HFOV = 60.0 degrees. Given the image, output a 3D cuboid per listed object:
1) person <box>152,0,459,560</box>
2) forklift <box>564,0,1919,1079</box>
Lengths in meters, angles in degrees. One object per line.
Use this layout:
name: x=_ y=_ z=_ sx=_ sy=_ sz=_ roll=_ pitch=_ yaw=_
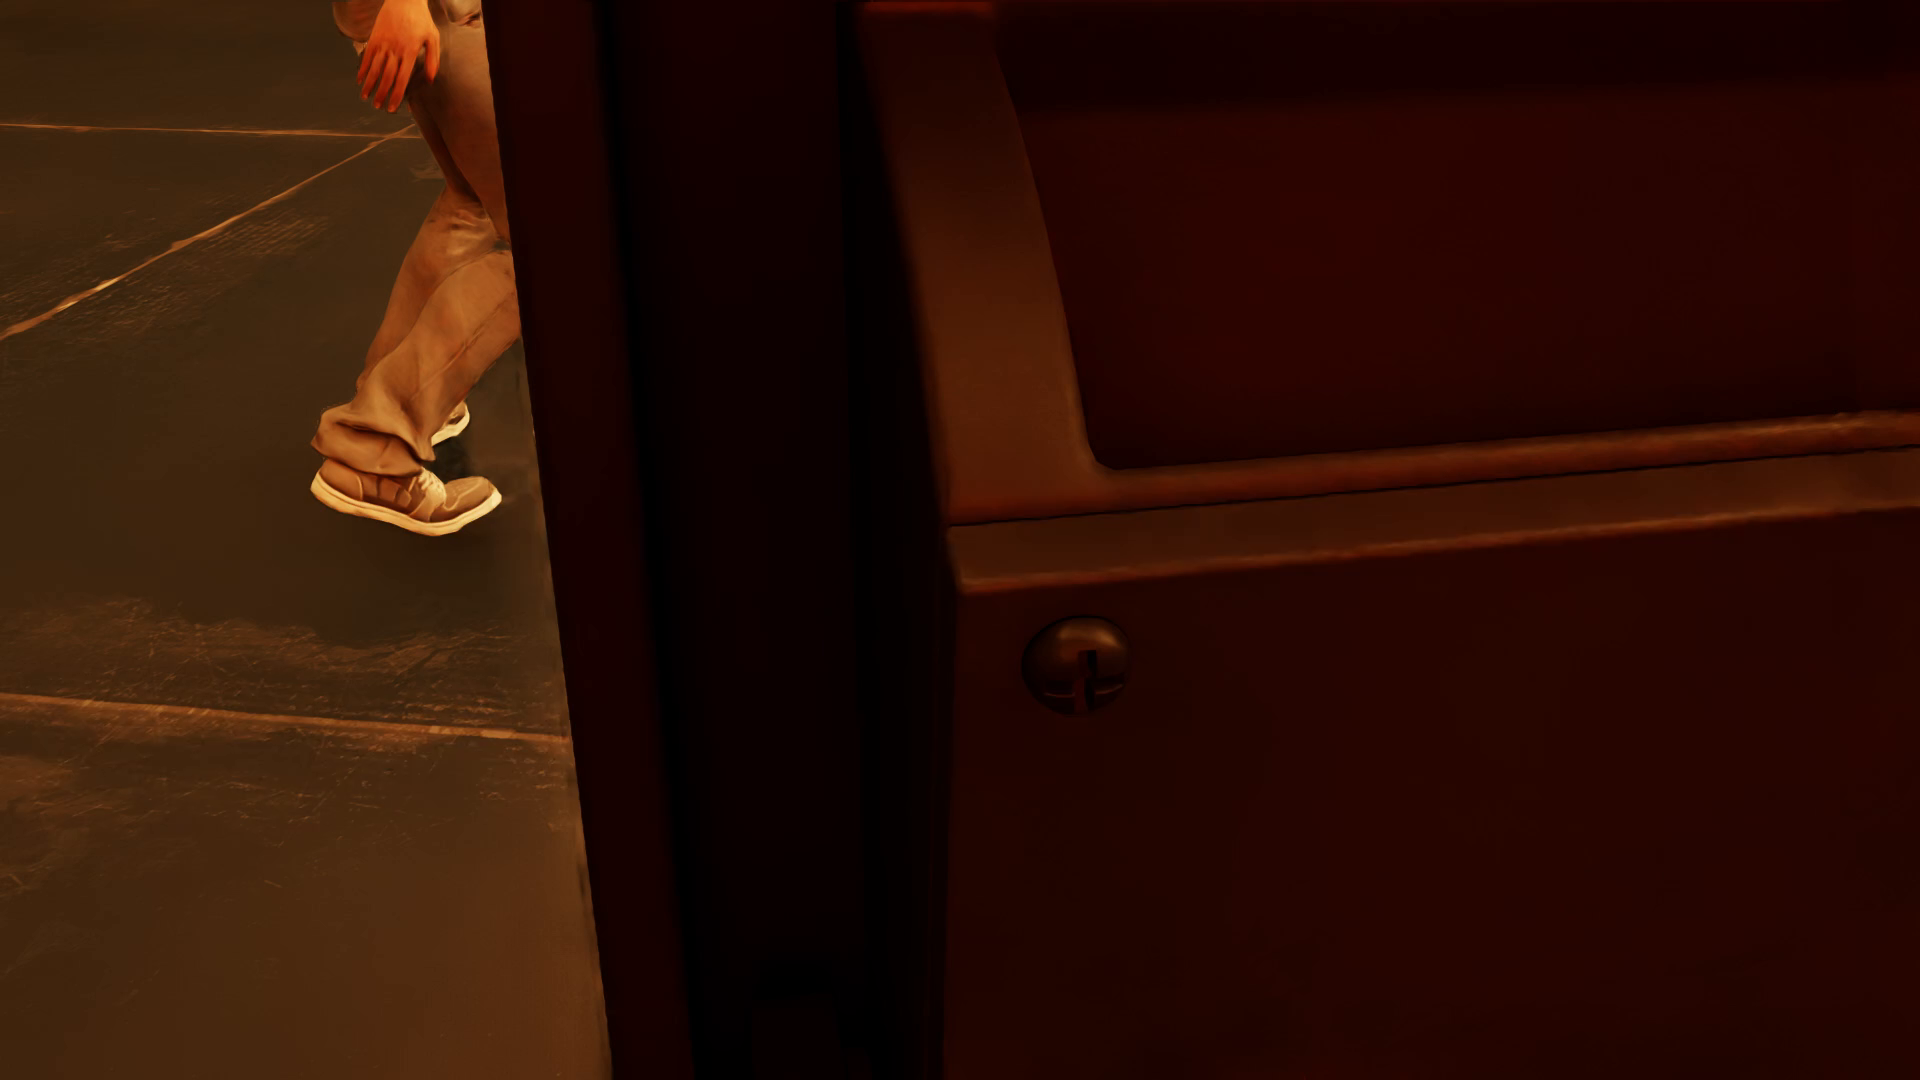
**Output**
person: x=-0.903 y=-0.738 z=2.235 sx=0.360 sy=1.567 sz=0.708 roll=-11 pitch=29 yaw=-21
forklift: x=0.414 y=-0.570 z=0.360 sx=1.130 sy=2.935 sz=3.031 roll=-5 pitch=27 yaw=-10
